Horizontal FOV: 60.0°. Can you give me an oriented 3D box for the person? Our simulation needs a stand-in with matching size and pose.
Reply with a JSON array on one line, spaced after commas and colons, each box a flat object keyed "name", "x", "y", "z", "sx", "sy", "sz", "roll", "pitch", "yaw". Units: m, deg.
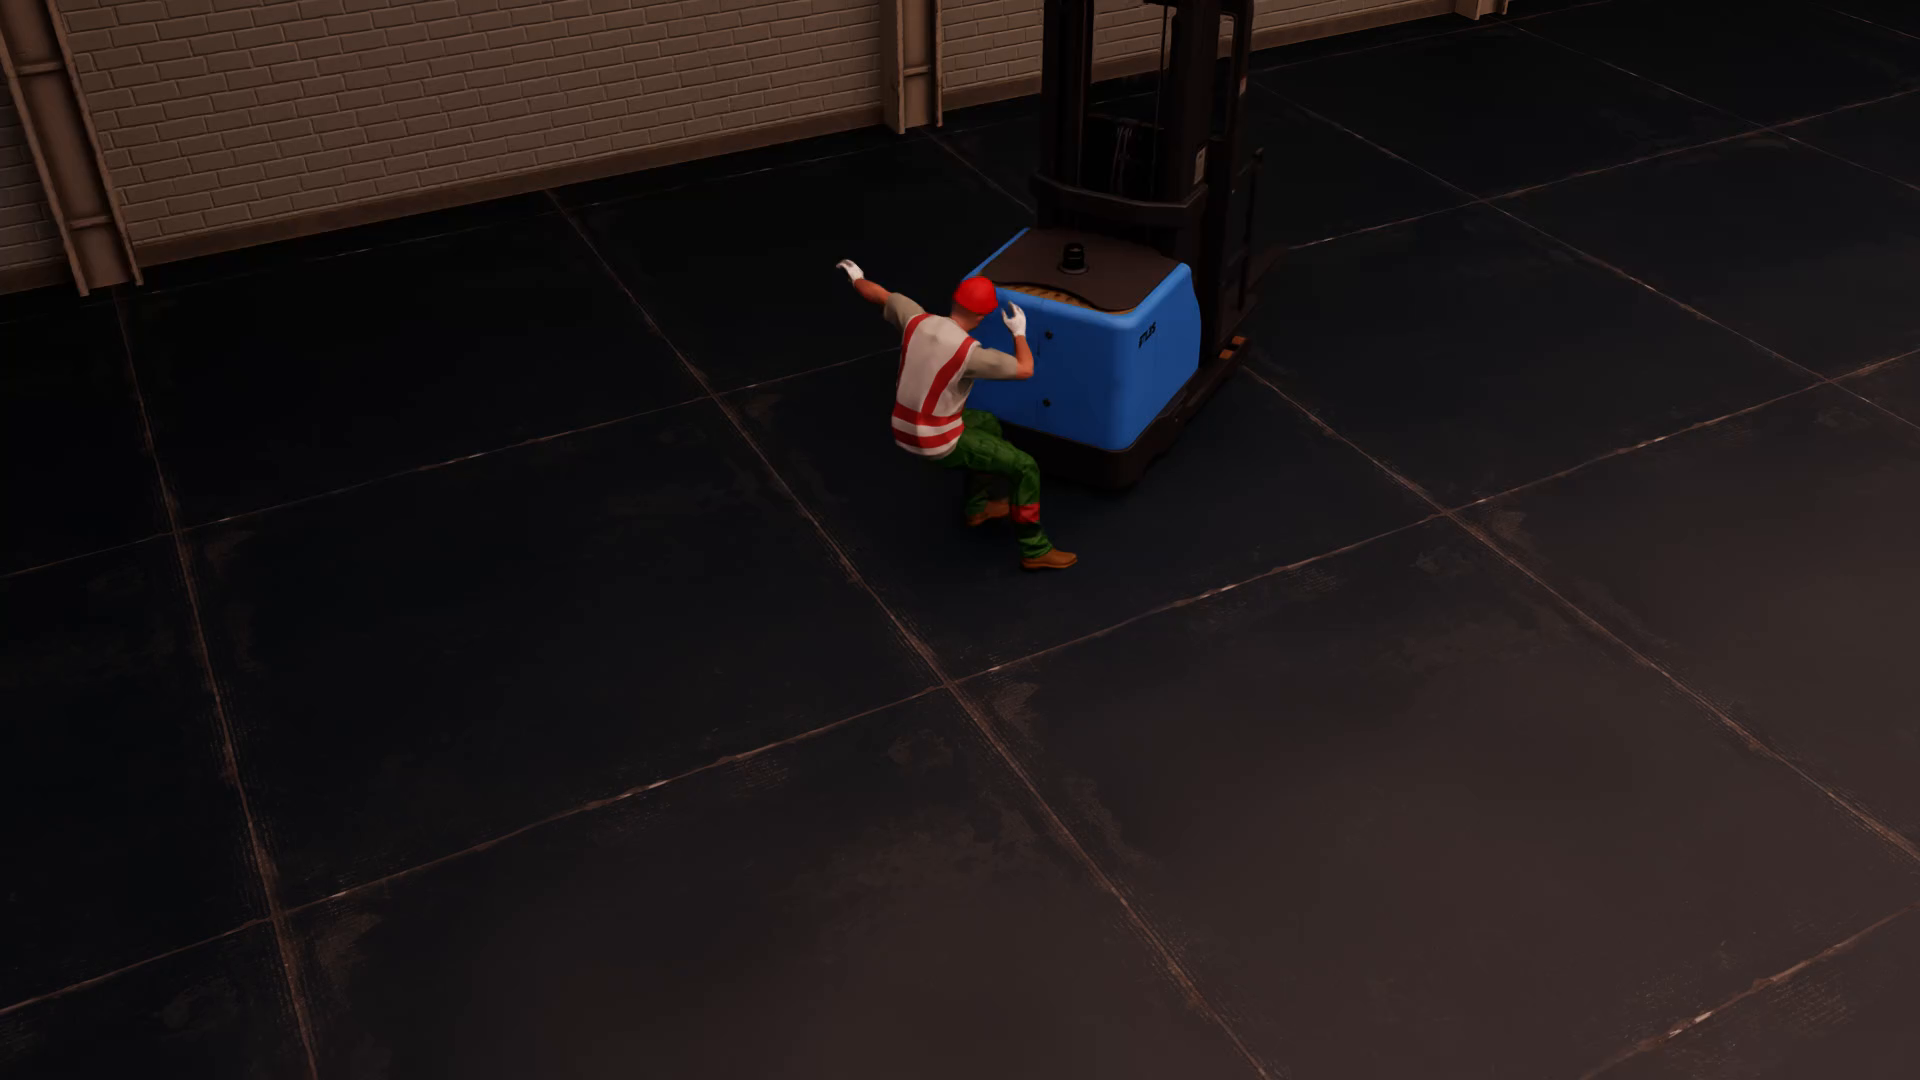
[{"name": "person", "x": -0.059, "y": -0.708, "z": 8.421, "sx": 0.756, "sy": 1.455, "sz": 1.489, "roll": -25, "pitch": 42, "yaw": -31}]

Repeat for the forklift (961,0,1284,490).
[{"name": "forklift", "x": 1.131, "y": -2.297, "z": 9.373, "sx": 1.130, "sy": 2.935, "sz": 3.031, "roll": 17, "pitch": 39, "yaw": 23}]
